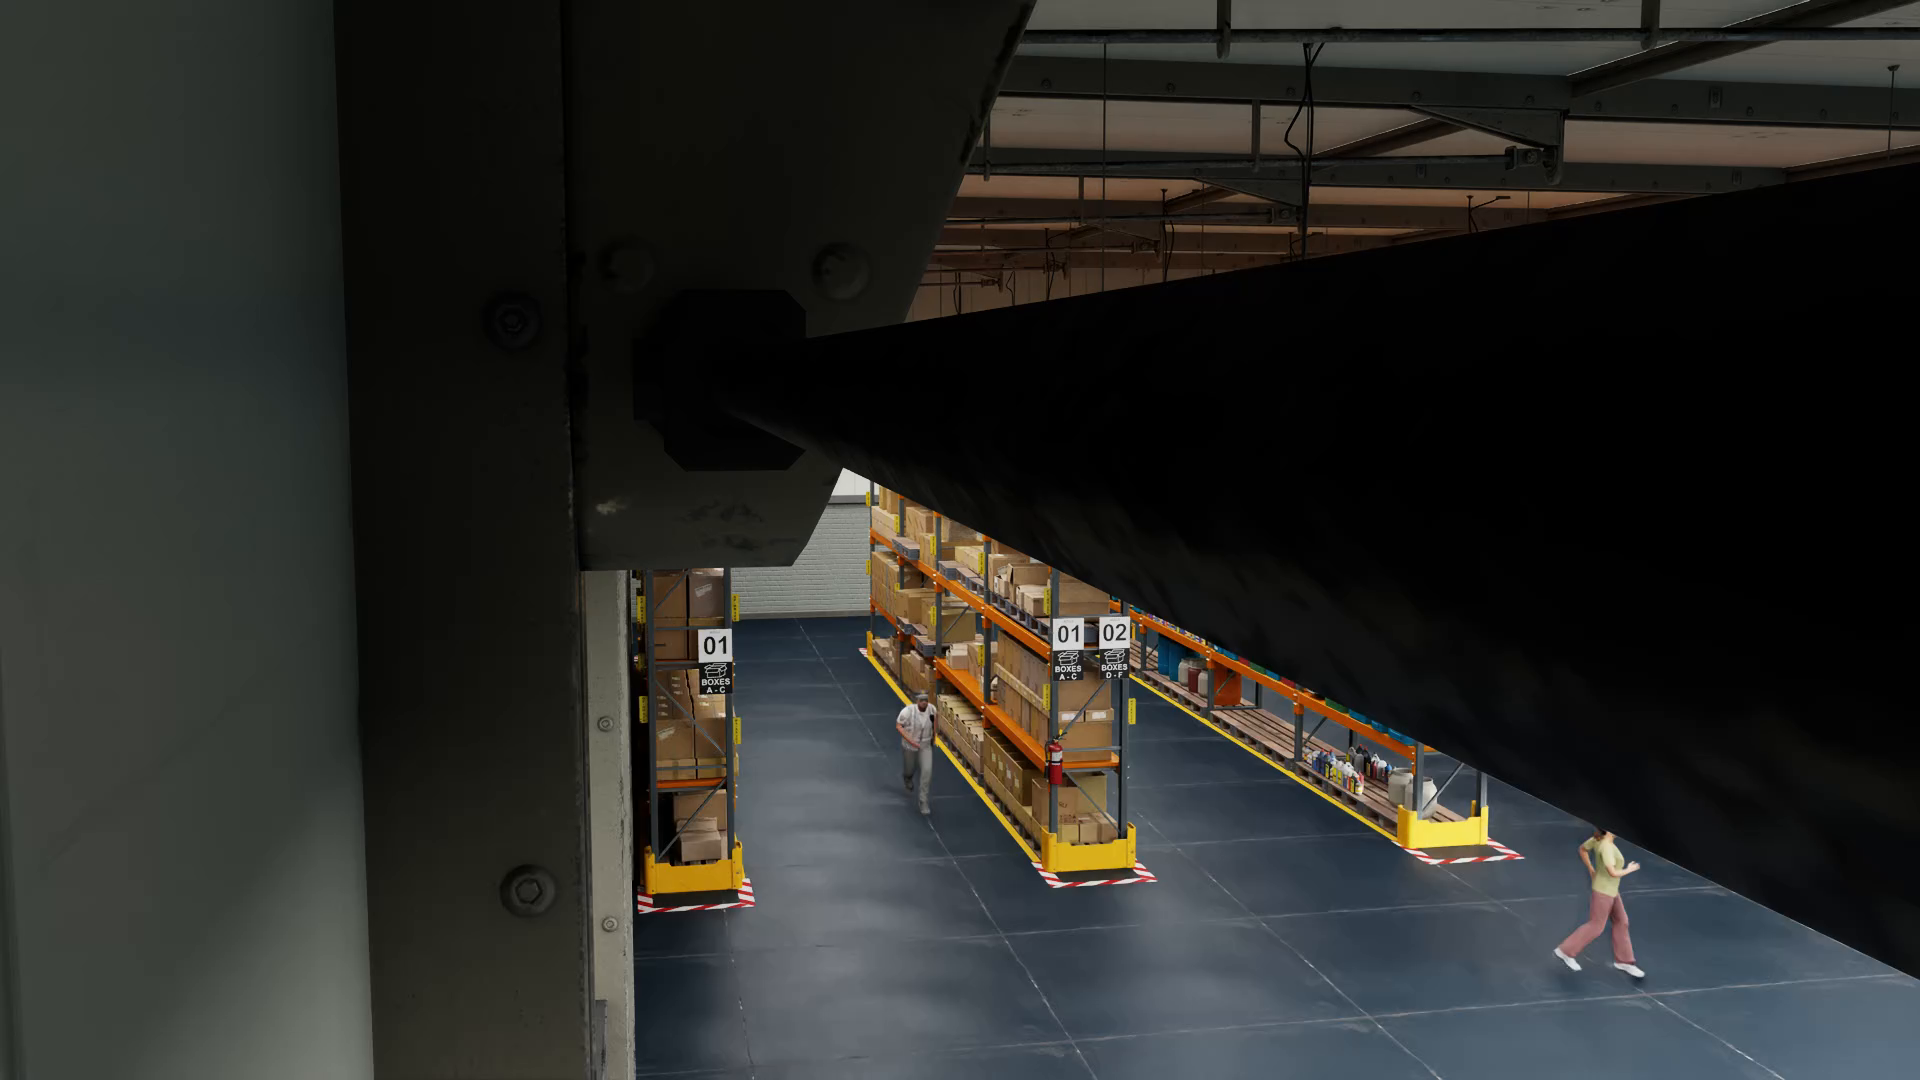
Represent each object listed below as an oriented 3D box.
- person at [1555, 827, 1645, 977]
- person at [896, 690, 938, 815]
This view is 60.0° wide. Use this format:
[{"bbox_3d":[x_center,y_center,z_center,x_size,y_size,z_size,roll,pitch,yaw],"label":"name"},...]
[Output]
[{"bbox_3d":[6.661,3.680,17.241,0.895,1.696,0.592,2,6,16],"label":"person"},{"bbox_3d":[-0.619,2.981,23.965,0.664,1.781,1.096,-2,6,-15],"label":"person"}]
